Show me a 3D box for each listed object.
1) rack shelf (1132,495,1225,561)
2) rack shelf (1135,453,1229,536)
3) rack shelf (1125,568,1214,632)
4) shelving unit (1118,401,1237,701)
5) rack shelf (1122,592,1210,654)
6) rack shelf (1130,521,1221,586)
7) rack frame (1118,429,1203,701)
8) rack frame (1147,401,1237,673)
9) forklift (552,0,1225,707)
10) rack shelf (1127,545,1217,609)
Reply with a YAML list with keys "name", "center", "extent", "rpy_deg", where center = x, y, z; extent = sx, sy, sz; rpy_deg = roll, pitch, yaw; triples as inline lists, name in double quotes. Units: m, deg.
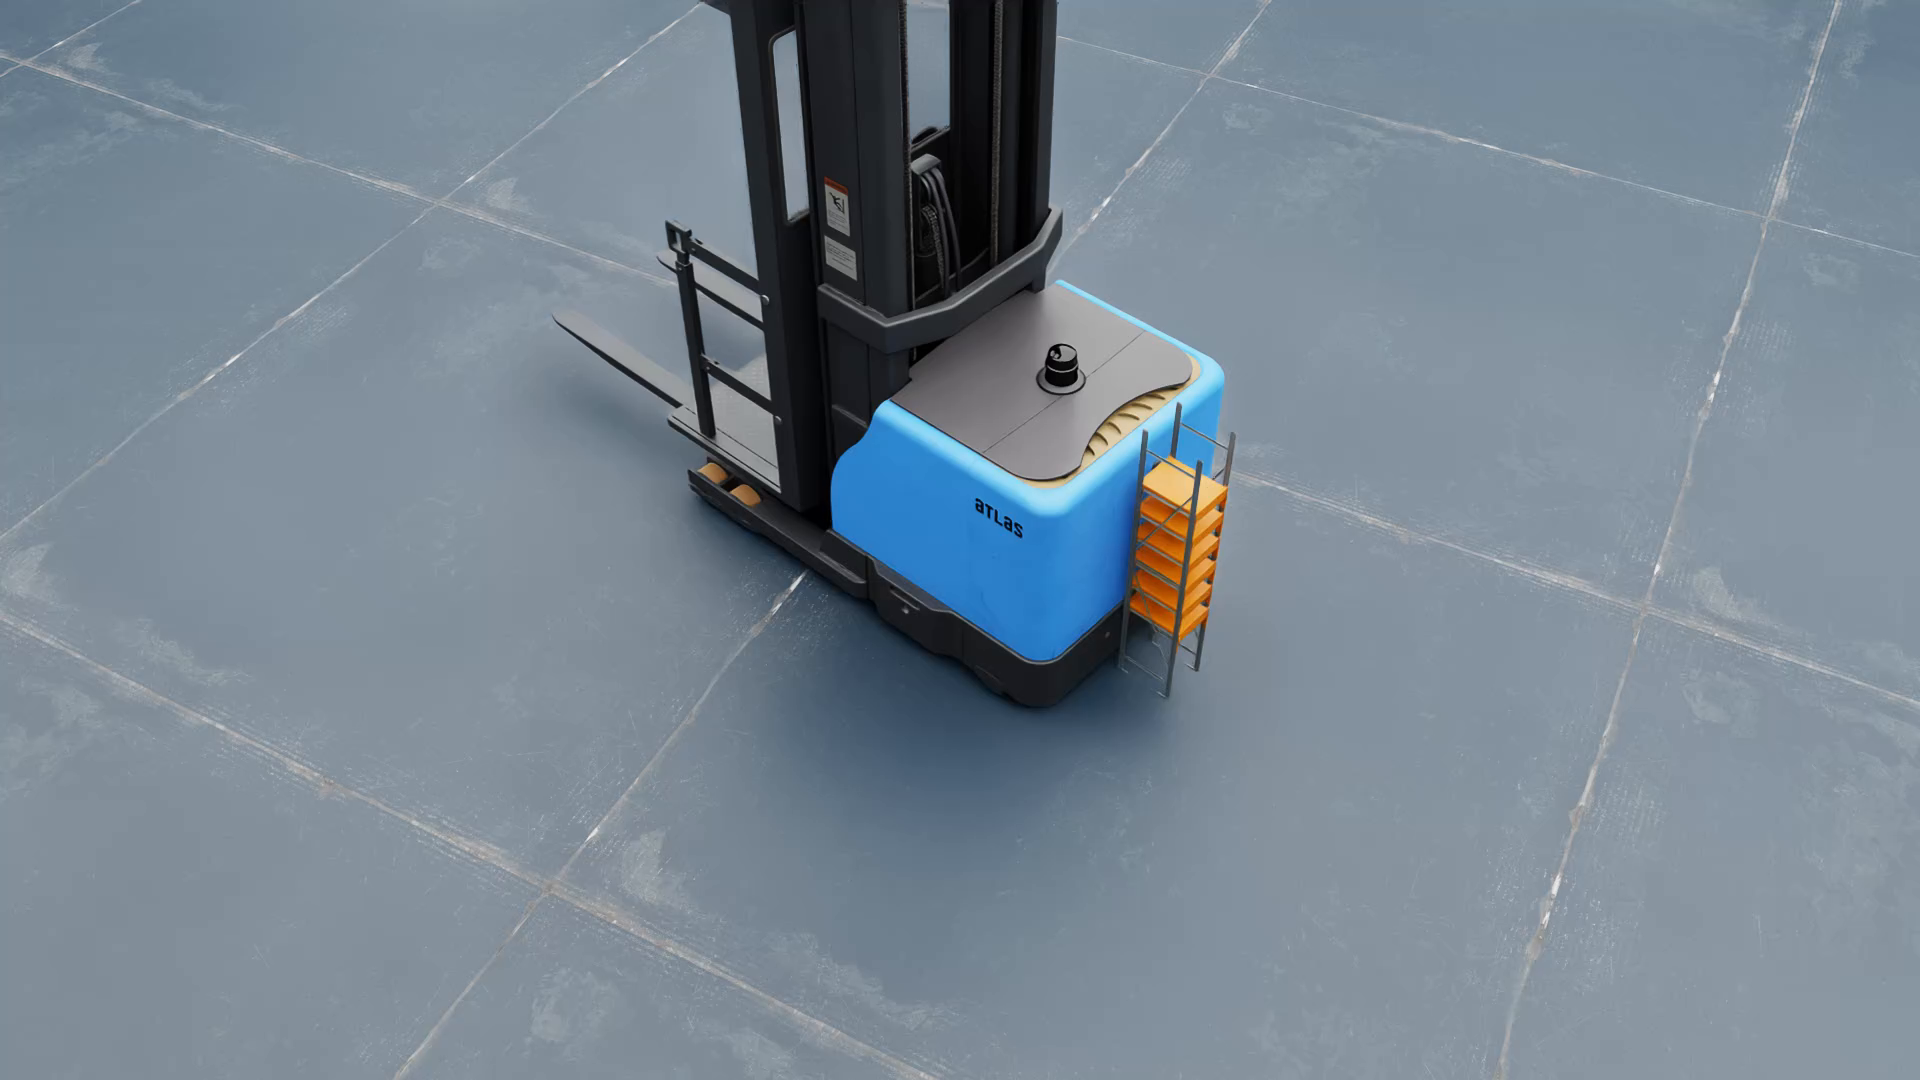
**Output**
- name: "rack shelf"
  center: [0.748, -0.070, 5.700]
  extent: [0.258, 0.103, 0.180]
  rpy_deg: [33, 54, 28]
- name: "rack shelf"
  center: [0.748, -0.154, 5.614]
  extent: [0.258, 0.103, 0.180]
  rpy_deg: [33, 54, 28]
- name: "rack shelf"
  center: [0.747, 0.183, 5.956]
  extent: [0.258, 0.103, 0.180]
  rpy_deg: [33, 54, 28]
- name: "shelving unit"
  center: [0.747, 0.068, 5.839]
  extent: [0.258, 1.200, 0.189]
  rpy_deg: [33, 54, 28]
- name: "rack shelf"
  center: [0.747, 0.267, 6.042]
  extent: [0.258, 0.103, 0.180]
  rpy_deg: [33, 54, 28]
- name: "rack shelf"
  center: [0.747, 0.015, 5.785]
  extent: [0.258, 0.103, 0.180]
  rpy_deg: [33, 54, 28]
- name: "rack frame"
  center: [0.686, 0.116, 5.791]
  extent: [0.240, 1.200, 0.006]
  rpy_deg: [33, 54, 28]
- name: "rack frame"
  center: [0.809, 0.019, 5.887]
  extent: [0.240, 1.200, 0.006]
  rpy_deg: [33, 54, 28]
- name: "forklift"
  center: [-0.480, -1.339, 6.012]
  extent: [3.031, 2.935, 1.130]
  rpy_deg: [33, 54, 28]
- name: "rack shelf"
  center: [0.747, 0.099, 5.871]
  extent: [0.258, 0.103, 0.180]
  rpy_deg: [33, 54, 28]
